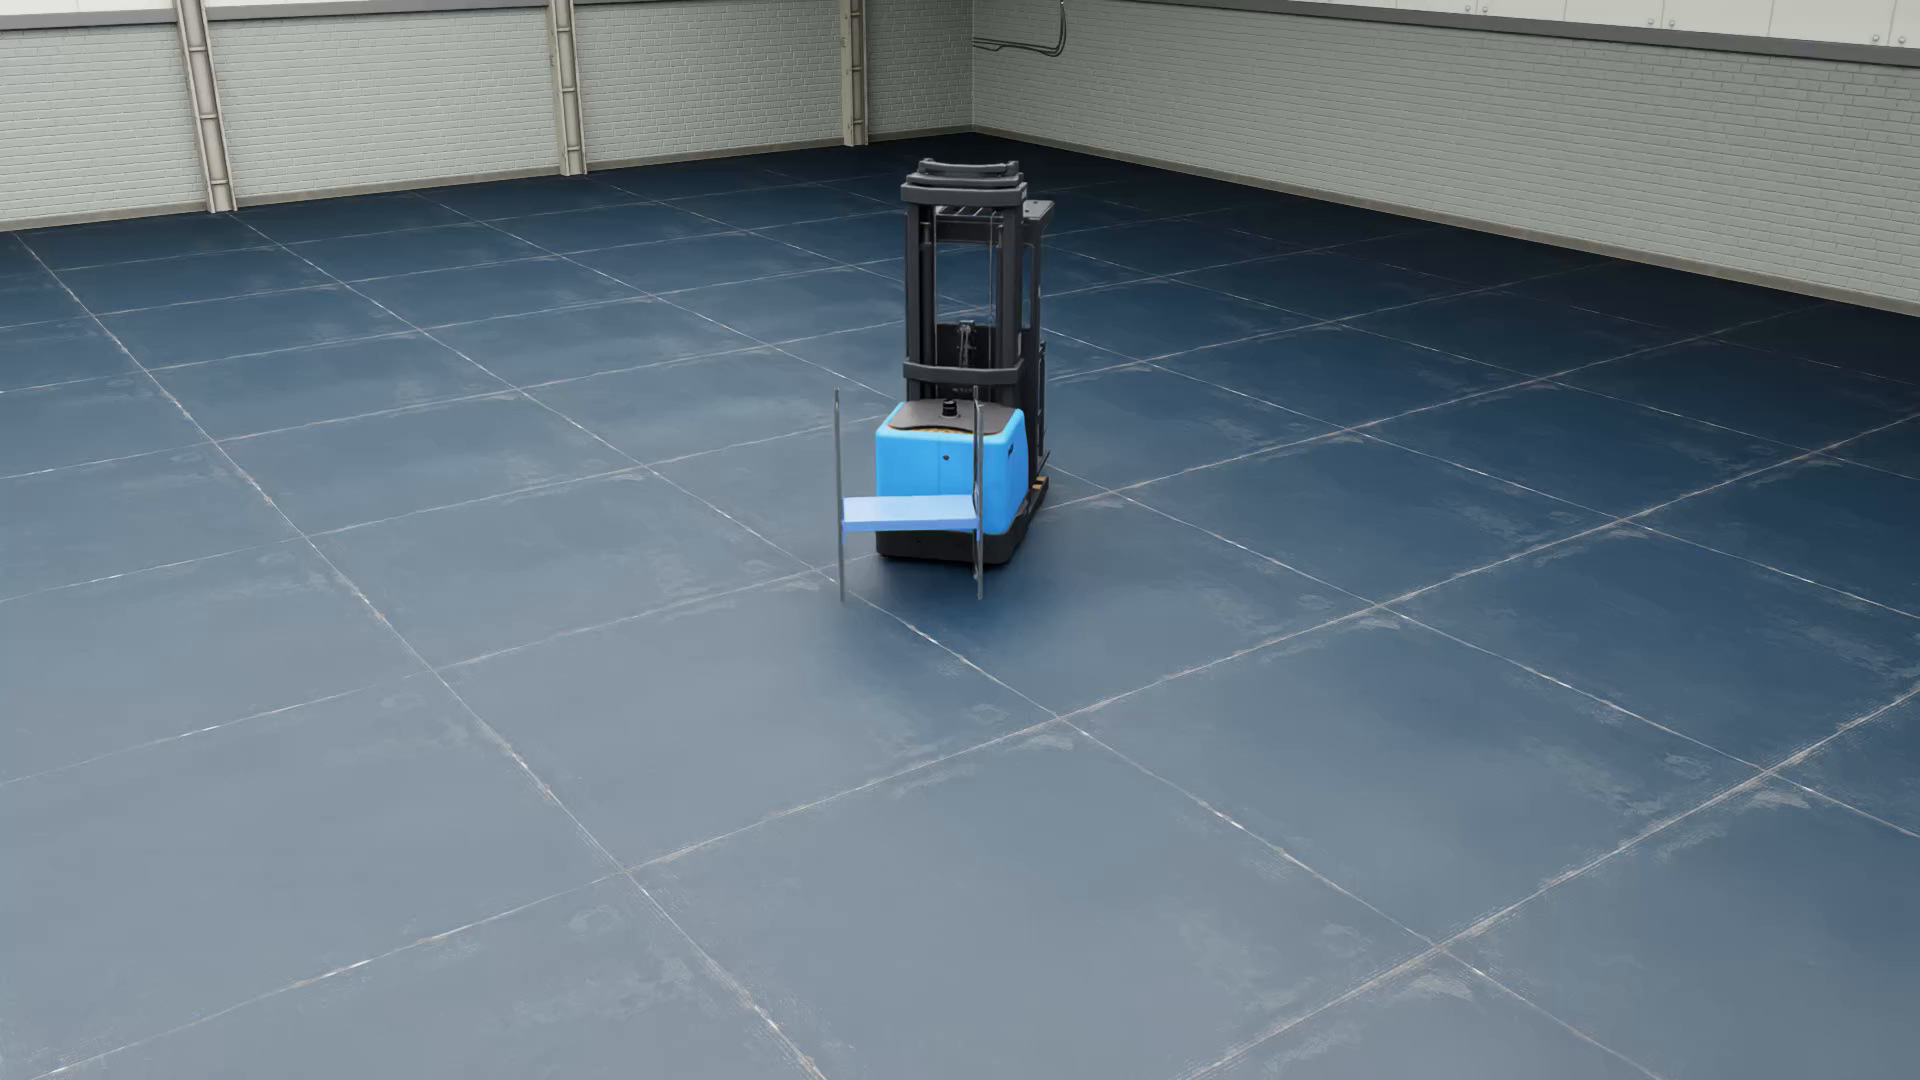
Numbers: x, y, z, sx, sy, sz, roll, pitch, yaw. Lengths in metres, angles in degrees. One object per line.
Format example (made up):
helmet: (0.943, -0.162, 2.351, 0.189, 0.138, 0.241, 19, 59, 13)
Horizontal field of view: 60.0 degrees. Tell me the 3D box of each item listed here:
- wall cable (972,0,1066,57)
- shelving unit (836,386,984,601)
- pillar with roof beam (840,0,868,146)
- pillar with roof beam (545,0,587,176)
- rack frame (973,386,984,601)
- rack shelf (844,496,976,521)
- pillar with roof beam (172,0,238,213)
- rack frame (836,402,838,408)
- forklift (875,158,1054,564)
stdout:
wall cable: (1.088, -10.858, 32.654, 0.112, 2.526, 3.097, -15, 26, -33)
shelving unit: (-0.370, -0.329, 12.197, 1.039, 1.500, 0.500, -2, 22, -4)
pillar with roof beam: (0.438, -10.765, 28.232, 0.400, 9.000, 9.100, -15, 26, -33)
pillar with roof beam: (-4.432, -9.466, 24.977, 0.400, 9.000, 9.100, -15, 26, -33)
rack frame: (0.133, -0.342, 12.231, 0.032, 1.500, 0.500, -2, 22, -4)
rack shelf: (-0.374, -0.224, 12.239, 0.952, 0.026, 0.459, -2, 22, -4)
pillar with roof beam: (-9.303, -8.168, 21.723, 0.400, 9.000, 9.100, -15, 26, -33)
rack frame: (-0.881, -0.316, 12.165, 0.013, 1.308, 0.475, -2, 22, -4)
forklift: (0.152, -1.692, 13.683, 1.130, 2.935, 3.031, 5, 22, 11)
